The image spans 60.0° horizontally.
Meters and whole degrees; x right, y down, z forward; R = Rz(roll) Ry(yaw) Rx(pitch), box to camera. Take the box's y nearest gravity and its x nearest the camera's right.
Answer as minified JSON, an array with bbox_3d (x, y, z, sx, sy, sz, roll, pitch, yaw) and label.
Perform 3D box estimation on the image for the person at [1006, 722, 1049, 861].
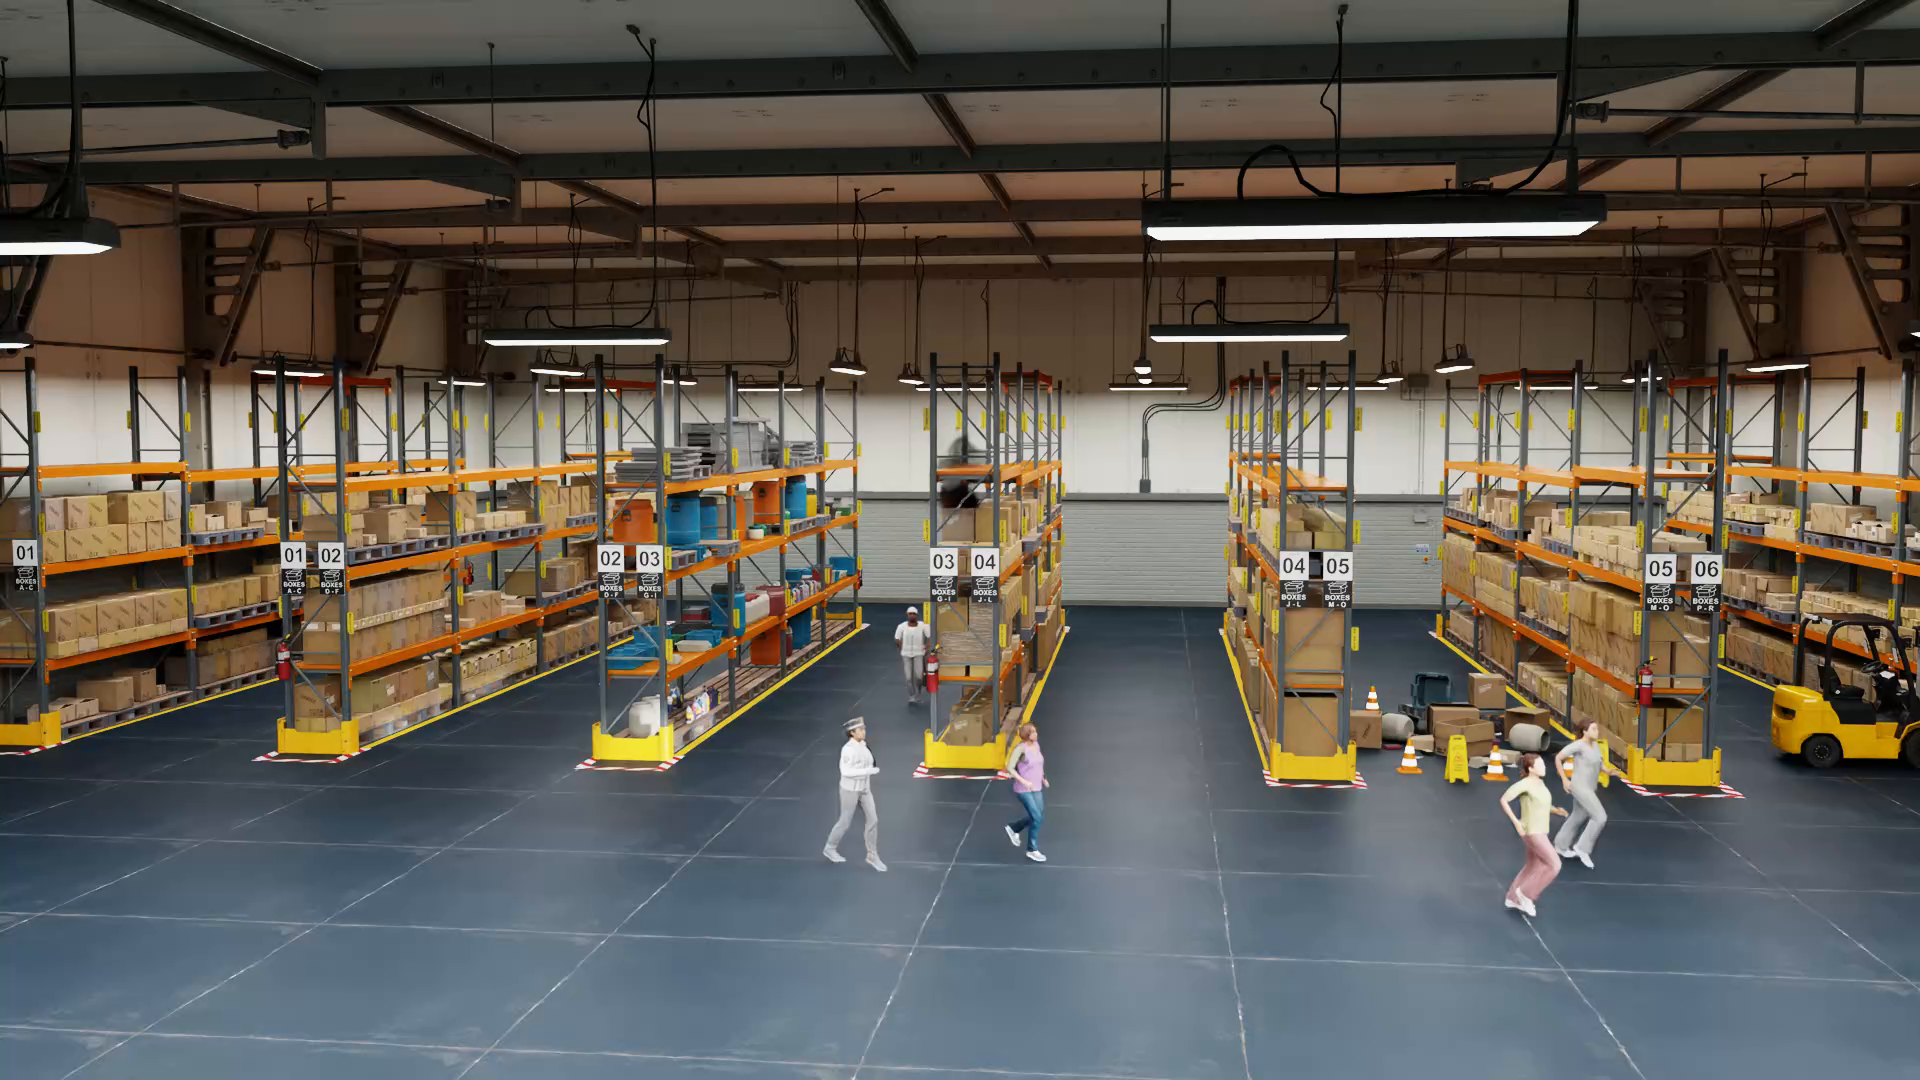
[{"bbox_3d":[0.728,2.874,19.093,0.601,1.578,0.548,3,5,37],"label":"person"}]

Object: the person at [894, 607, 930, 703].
[{"bbox_3d":[-0.832,2.044,29.440,0.686,1.721,0.597,0,4,3],"label":"person"}]

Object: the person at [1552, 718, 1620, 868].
[{"bbox_3d":[7.051,2.842,18.774,0.527,1.687,0.787,-4,6,-44],"label":"person"}]

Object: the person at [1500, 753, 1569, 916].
[{"bbox_3d":[5.835,2.974,16.833,0.628,1.639,0.560,3,5,40],"label":"person"}]

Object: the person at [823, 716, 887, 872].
[{"bbox_3d":[-1.173,2.823,18.623,0.783,1.726,0.610,2,5,29],"label":"person"}]
